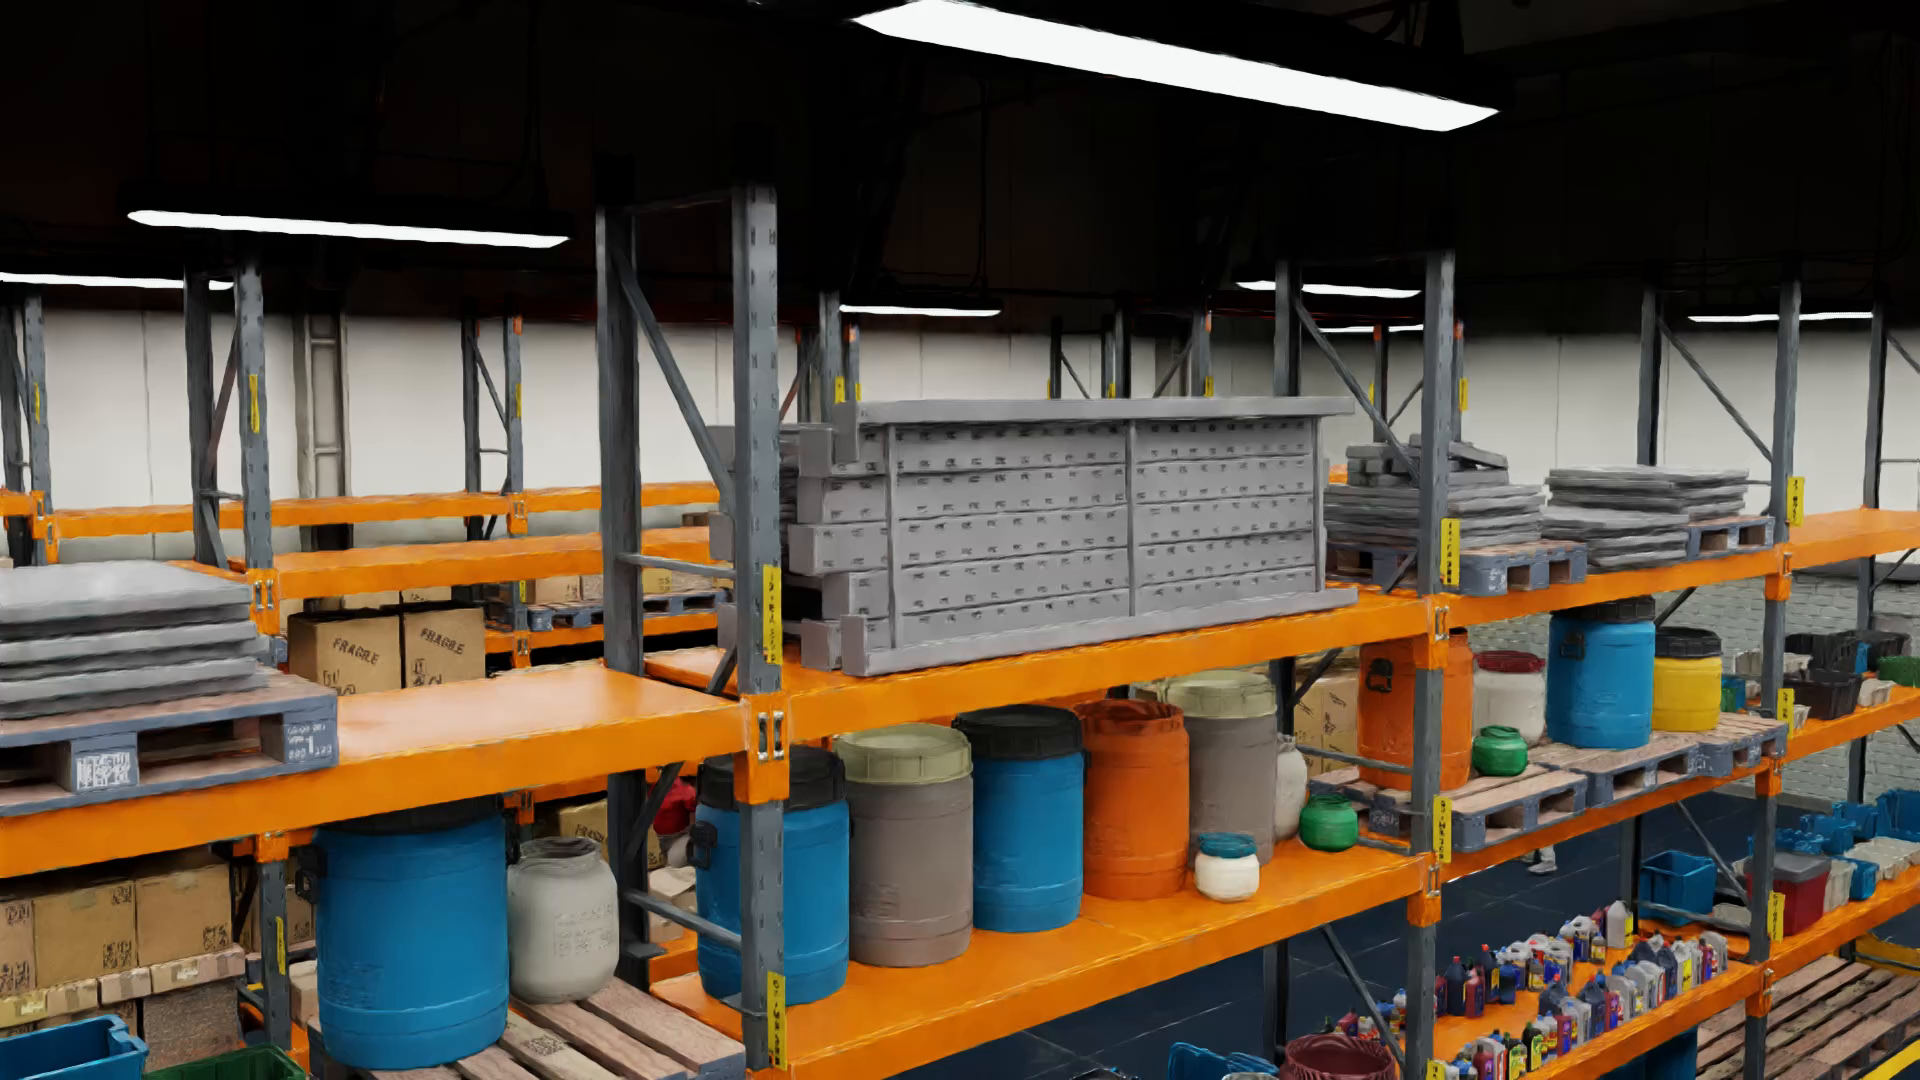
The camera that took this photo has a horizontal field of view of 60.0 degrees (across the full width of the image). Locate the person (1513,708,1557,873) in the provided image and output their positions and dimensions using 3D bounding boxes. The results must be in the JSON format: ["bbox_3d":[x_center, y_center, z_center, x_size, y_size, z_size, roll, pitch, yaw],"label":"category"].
[{"bbox_3d":[6.111,2.613,17.734,0.633,1.742,0.714,4,7,36],"label":"person"}]

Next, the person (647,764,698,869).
[{"bbox_3d":[-2.730,2.841,15.690,0.536,1.659,1.037,5,7,40],"label":"person"}]
